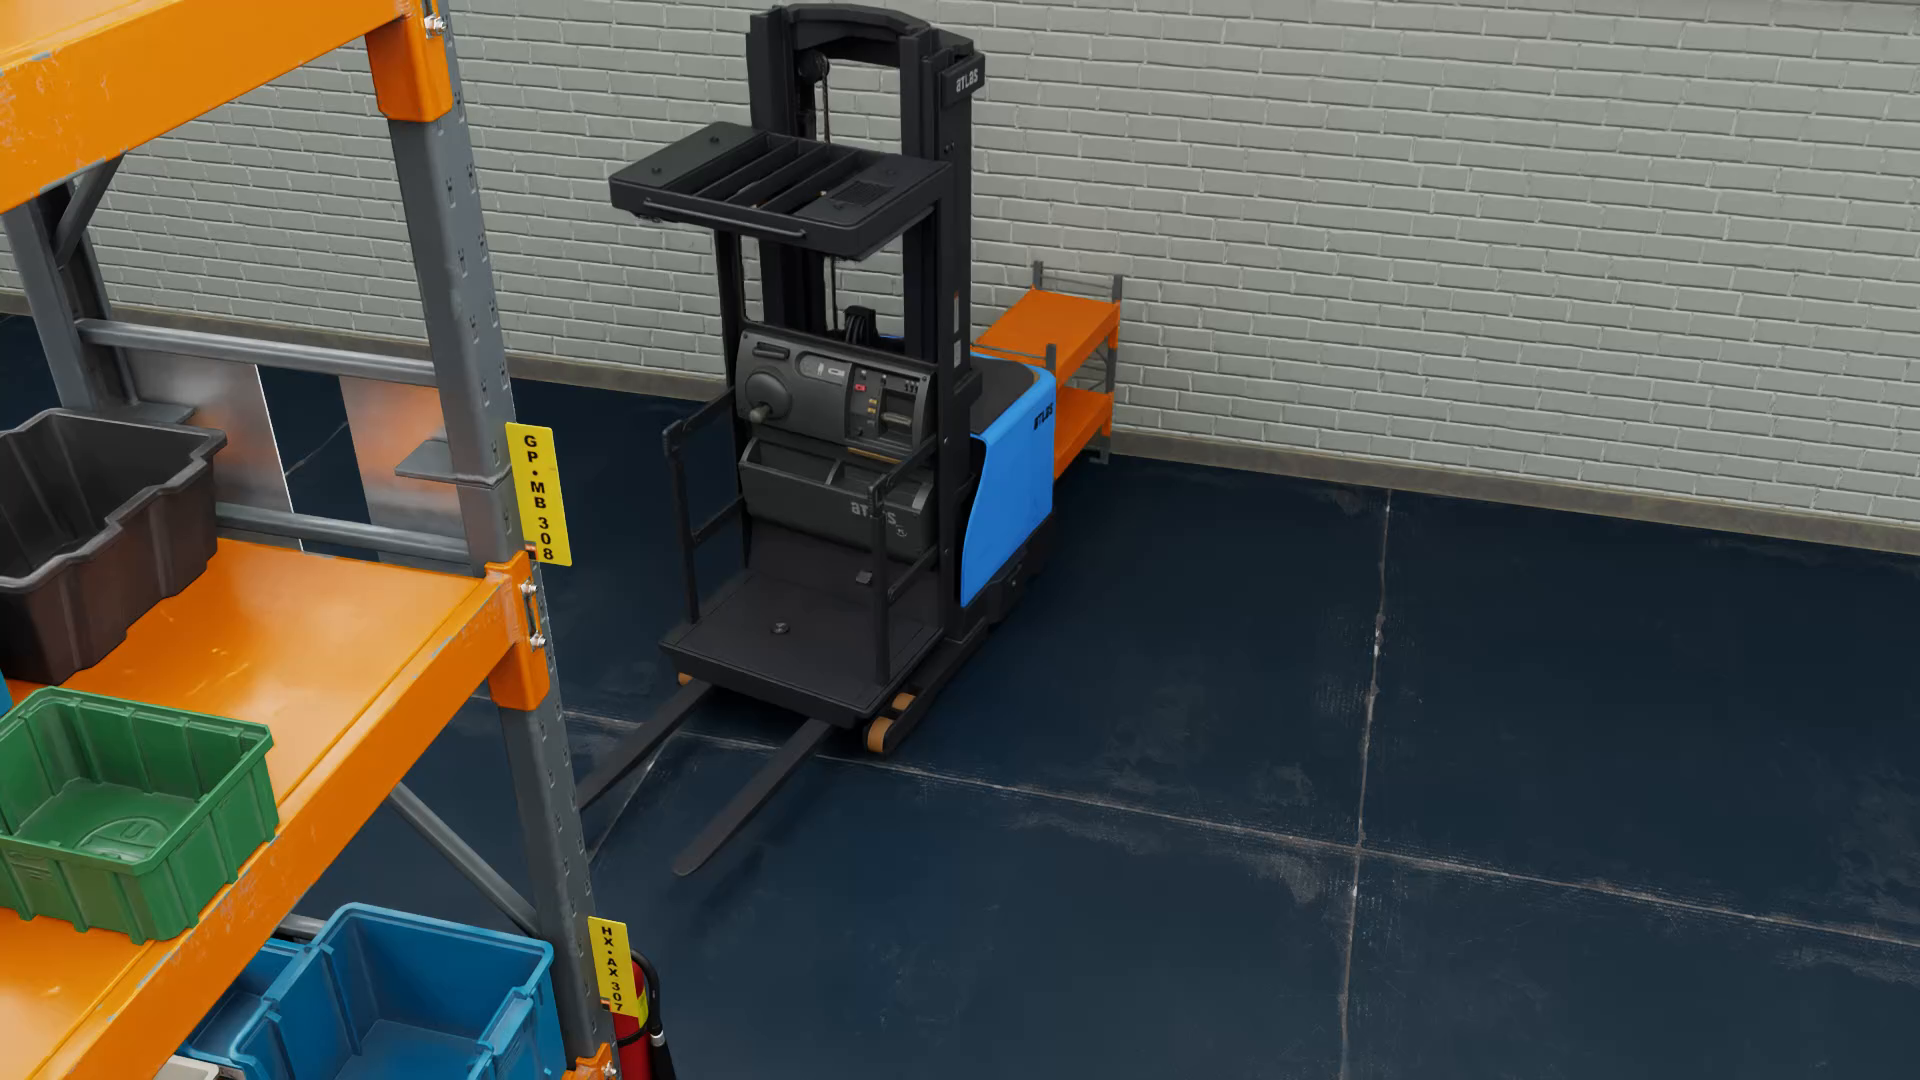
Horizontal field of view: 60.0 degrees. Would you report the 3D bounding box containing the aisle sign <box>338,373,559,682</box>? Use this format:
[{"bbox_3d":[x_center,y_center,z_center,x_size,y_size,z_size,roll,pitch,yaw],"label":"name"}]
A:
[{"bbox_3d":[-1.094,-0.030,3.578,0.394,0.787,0.004,8,33,12],"label":"aisle sign"}]

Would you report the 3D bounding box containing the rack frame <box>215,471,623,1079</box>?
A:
[{"bbox_3d":[-1.396,1.065,4.279,1.000,3.000,0.127,8,33,12],"label":"rack frame"}]

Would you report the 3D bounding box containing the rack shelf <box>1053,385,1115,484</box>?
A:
[{"bbox_3d":[0.416,-0.535,8.965,0.538,0.278,1.000,13,32,19],"label":"rack shelf"}]

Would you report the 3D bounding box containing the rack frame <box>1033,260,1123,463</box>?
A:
[{"bbox_3d":[0.623,-0.979,9.246,0.500,1.125,0.032,13,32,19],"label":"rack frame"}]

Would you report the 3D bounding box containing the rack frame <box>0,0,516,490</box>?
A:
[{"bbox_3d":[-1.396,-1.467,2.669,1.000,3.000,0.127,8,33,12],"label":"rack frame"}]

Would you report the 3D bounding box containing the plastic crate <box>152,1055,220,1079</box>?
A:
[{"bbox_3d":[-1.939,1.389,3.958,0.250,0.136,0.298,8,33,12],"label":"plastic crate"}]

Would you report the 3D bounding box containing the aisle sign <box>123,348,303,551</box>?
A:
[{"bbox_3d":[-1.665,-0.110,3.704,0.394,0.787,0.004,8,33,12],"label":"aisle sign"}]

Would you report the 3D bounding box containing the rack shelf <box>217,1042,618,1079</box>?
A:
[{"bbox_3d":[-1.904,2.406,2.839,1.077,0.370,4.000,8,33,12],"label":"rack shelf"}]

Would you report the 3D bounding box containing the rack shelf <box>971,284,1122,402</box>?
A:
[{"bbox_3d":[0.429,-0.998,8.692,0.538,0.278,1.000,13,32,19],"label":"rack shelf"}]

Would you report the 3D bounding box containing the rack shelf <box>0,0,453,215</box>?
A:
[{"bbox_3d":[-1.904,0.043,1.337,1.077,0.370,4.000,8,33,12],"label":"rack shelf"}]

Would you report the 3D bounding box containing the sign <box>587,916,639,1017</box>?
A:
[{"bbox_3d":[-0.860,1.063,4.131,0.100,0.325,0.005,8,33,12],"label":"sign"}]

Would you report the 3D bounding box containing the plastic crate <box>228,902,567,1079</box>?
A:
[{"bbox_3d":[-1.300,1.224,3.940,0.616,0.435,0.499,8,33,12],"label":"plastic crate"}]

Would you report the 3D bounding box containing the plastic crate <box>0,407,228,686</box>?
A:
[{"bbox_3d":[-1.763,0.016,3.255,0.497,0.269,0.590,8,33,12],"label":"plastic crate"}]

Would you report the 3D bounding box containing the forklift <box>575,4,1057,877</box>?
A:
[{"bbox_3d":[-0.645,-0.572,6.918,1.130,2.935,3.031,16,36,23],"label":"forklift"}]

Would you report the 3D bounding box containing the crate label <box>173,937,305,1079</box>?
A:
[{"bbox_3d":[-1.777,1.194,4.177,0.416,0.233,0.303,8,33,12],"label":"crate label"}]

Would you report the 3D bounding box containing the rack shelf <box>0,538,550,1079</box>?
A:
[{"bbox_3d":[-1.904,1.140,2.035,1.077,0.370,4.000,8,33,12],"label":"rack shelf"}]

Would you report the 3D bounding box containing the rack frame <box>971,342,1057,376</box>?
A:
[{"bbox_3d":[0.222,-0.513,8.436,0.500,1.125,0.032,13,32,19],"label":"rack frame"}]

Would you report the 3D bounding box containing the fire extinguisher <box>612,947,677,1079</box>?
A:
[{"bbox_3d":[-0.918,1.239,4.426,0.296,0.674,0.183,8,33,12],"label":"fire extinguisher"}]

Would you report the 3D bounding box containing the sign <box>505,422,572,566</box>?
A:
[{"bbox_3d":[-0.860,-0.090,3.398,0.100,0.325,0.005,8,33,12],"label":"sign"}]

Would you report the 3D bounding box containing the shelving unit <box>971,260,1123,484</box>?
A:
[{"bbox_3d":[0.422,-0.746,8.841,0.538,1.125,1.048,13,32,19],"label":"shelving unit"}]

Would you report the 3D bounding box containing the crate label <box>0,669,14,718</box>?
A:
[{"bbox_3d":[-1.943,0.297,2.830,0.408,0.251,0.502,8,33,12],"label":"crate label"}]

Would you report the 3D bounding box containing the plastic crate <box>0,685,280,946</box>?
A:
[{"bbox_3d":[-1.370,0.439,2.665,0.450,0.188,0.336,8,33,12],"label":"plastic crate"}]
